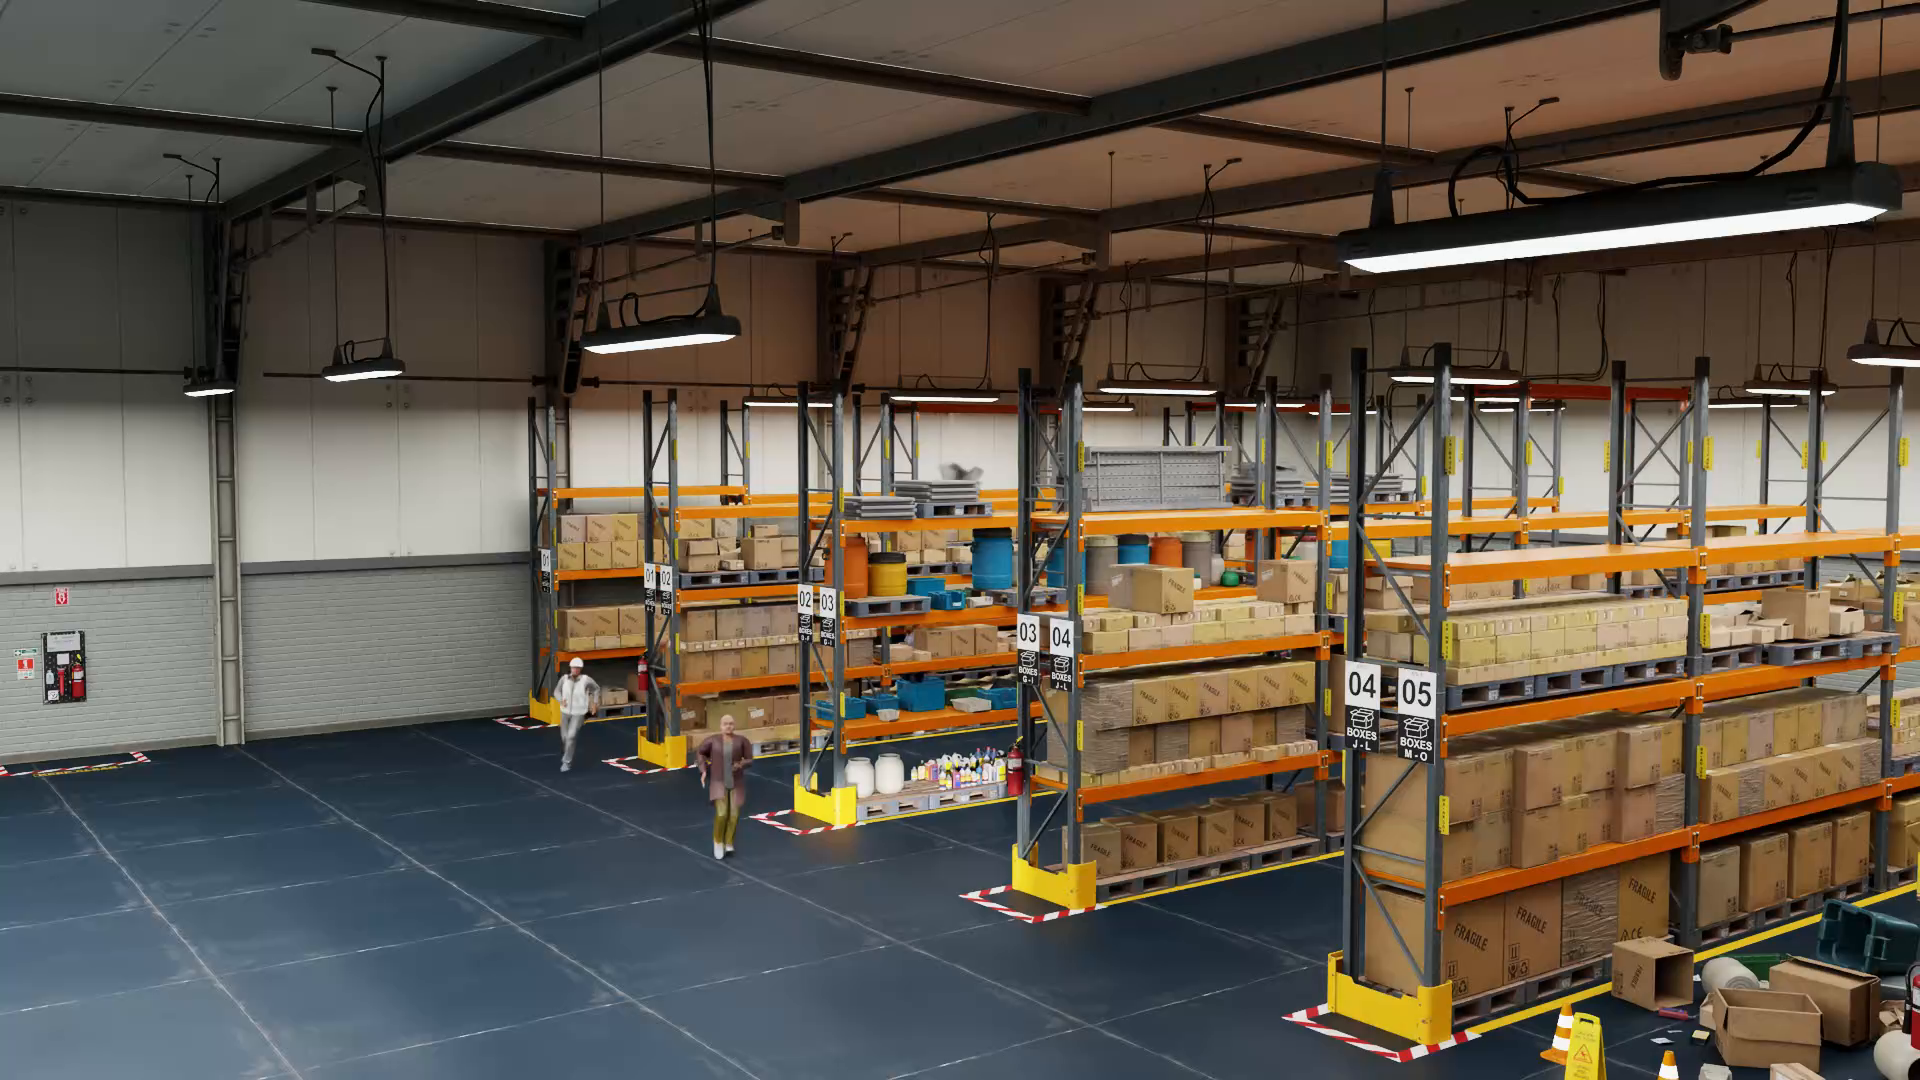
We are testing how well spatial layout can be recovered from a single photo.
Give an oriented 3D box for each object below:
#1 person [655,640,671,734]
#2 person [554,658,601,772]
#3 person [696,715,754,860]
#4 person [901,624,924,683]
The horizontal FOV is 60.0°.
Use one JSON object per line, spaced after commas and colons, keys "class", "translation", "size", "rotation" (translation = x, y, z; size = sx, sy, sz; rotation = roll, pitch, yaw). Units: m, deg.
{"class": "person", "translation": [-5.156, 2.599, 28.675], "size": [0.828, 1.777, 0.658], "rotation": [-3, 5, -44]}
{"class": "person", "translation": [-6.076, 2.748, 26.414], "size": [0.716, 1.801, 0.838], "rotation": [0, 3, 2]}
{"class": "person", "translation": [-2.892, 3.041, 20.619], "size": [0.674, 1.744, 0.756], "rotation": [-1, 4, -18]}
{"class": "person", "translation": [-0.852, 2.417, 32.674], "size": [0.796, 1.686, 0.601], "rotation": [-3, 4, -39]}
